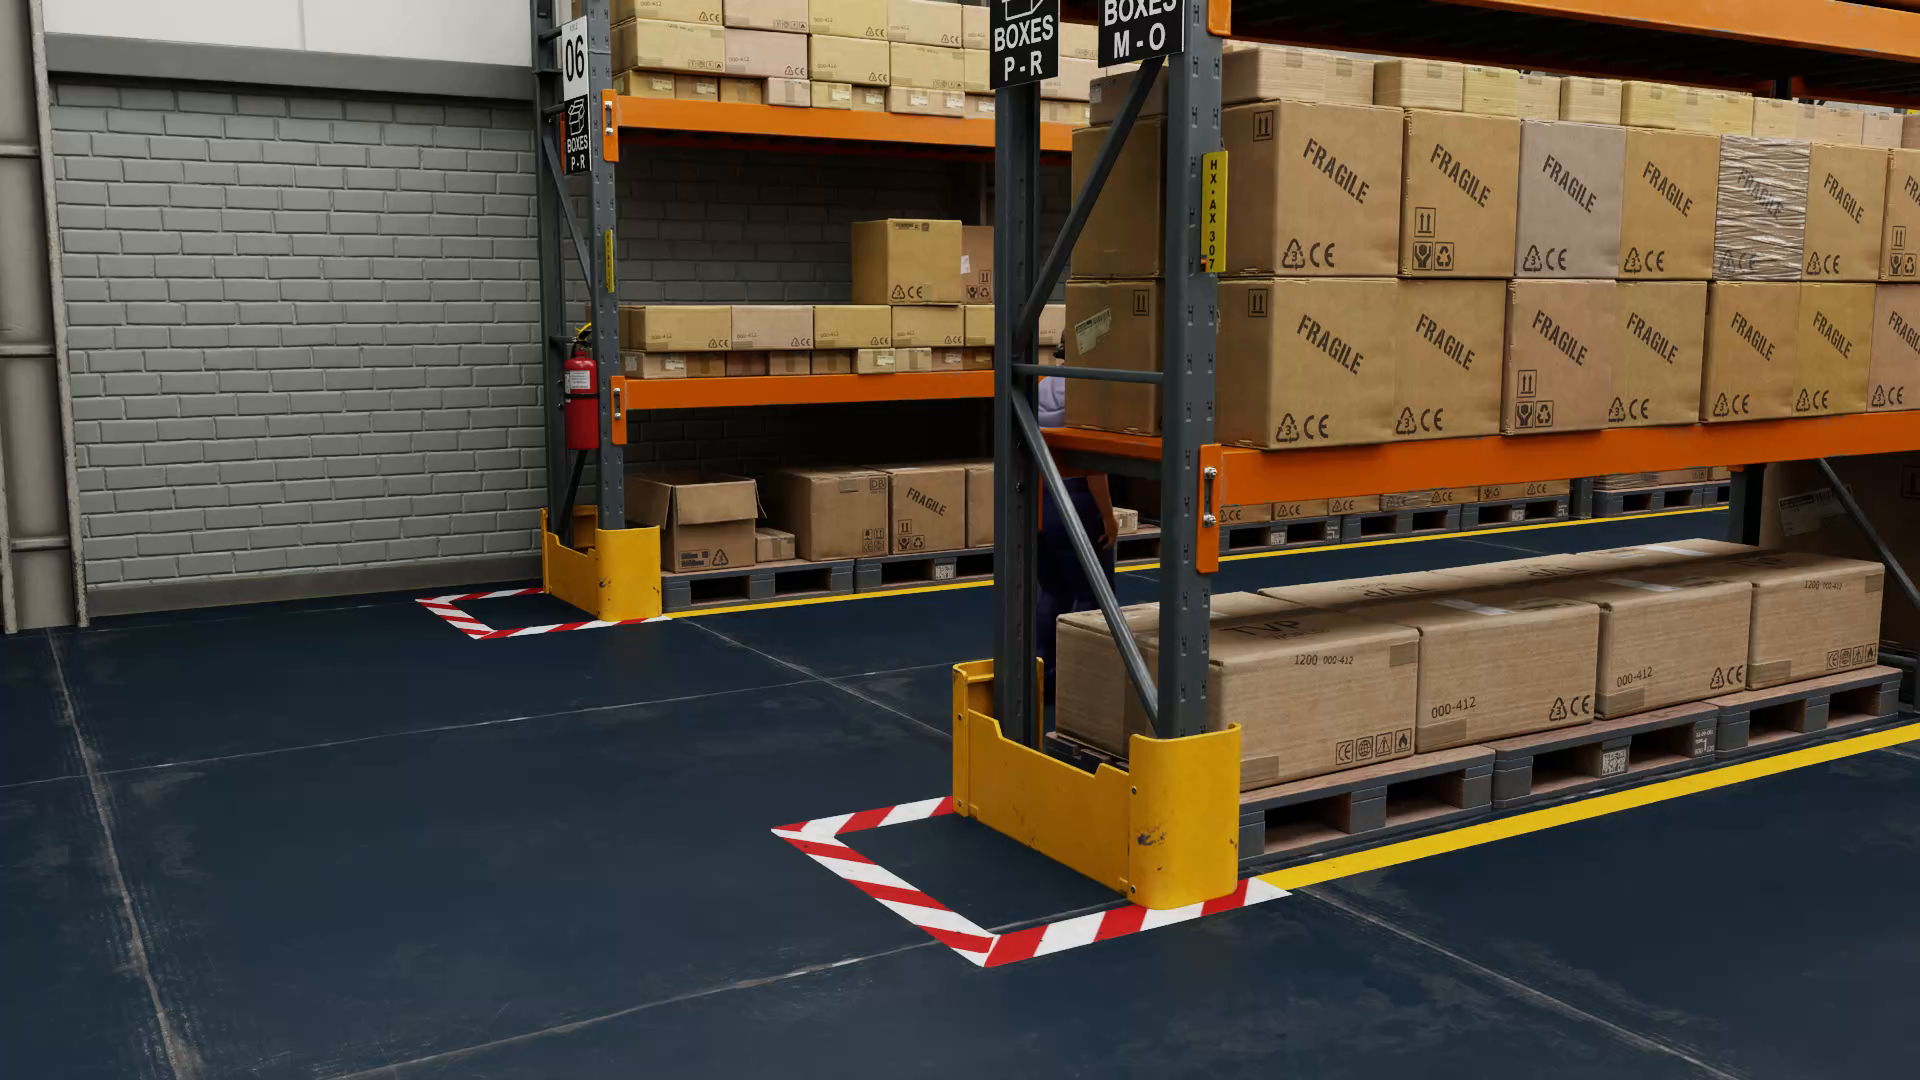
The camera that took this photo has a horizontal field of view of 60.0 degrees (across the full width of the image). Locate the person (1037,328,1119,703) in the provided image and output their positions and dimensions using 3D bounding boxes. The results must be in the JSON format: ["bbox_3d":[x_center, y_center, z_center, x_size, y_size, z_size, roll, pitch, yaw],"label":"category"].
[{"bbox_3d":[0.470,-0.098,7.041,0.371,1.648,0.538,-5,10,-30],"label":"person"}]
